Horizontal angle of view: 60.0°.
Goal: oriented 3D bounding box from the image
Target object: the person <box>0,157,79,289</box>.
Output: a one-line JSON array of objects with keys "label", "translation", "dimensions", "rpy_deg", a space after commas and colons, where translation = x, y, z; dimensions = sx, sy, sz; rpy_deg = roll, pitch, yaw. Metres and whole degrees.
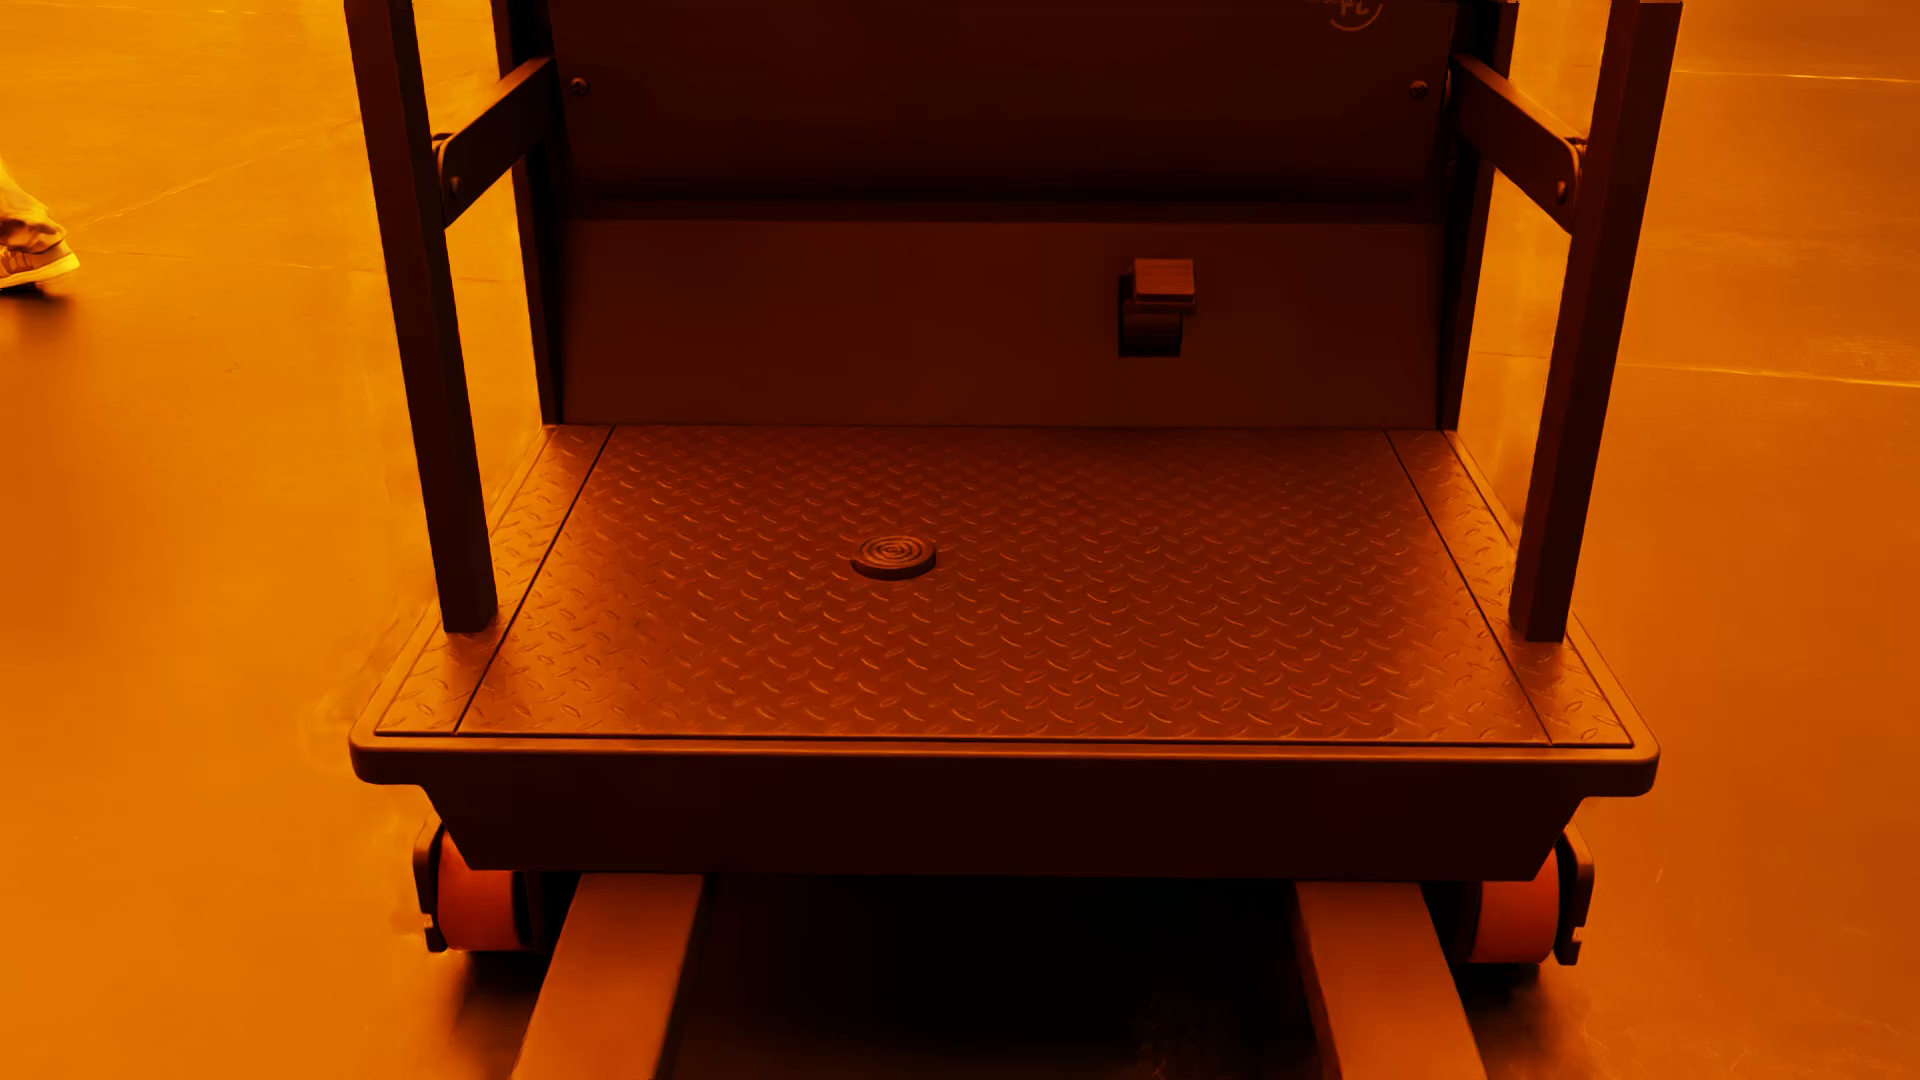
[{"label": "person", "translation": [-2.227, -1.198, 3.225], "dimensions": [0.838, 1.538, 0.428], "rpy_deg": [2, 27, 3]}]

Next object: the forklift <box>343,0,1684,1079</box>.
[{"label": "forklift", "translation": [0.041, -1.029, 1.285], "dimensions": [1.130, 2.935, 3.031], "rpy_deg": [0, 27, 1]}]
